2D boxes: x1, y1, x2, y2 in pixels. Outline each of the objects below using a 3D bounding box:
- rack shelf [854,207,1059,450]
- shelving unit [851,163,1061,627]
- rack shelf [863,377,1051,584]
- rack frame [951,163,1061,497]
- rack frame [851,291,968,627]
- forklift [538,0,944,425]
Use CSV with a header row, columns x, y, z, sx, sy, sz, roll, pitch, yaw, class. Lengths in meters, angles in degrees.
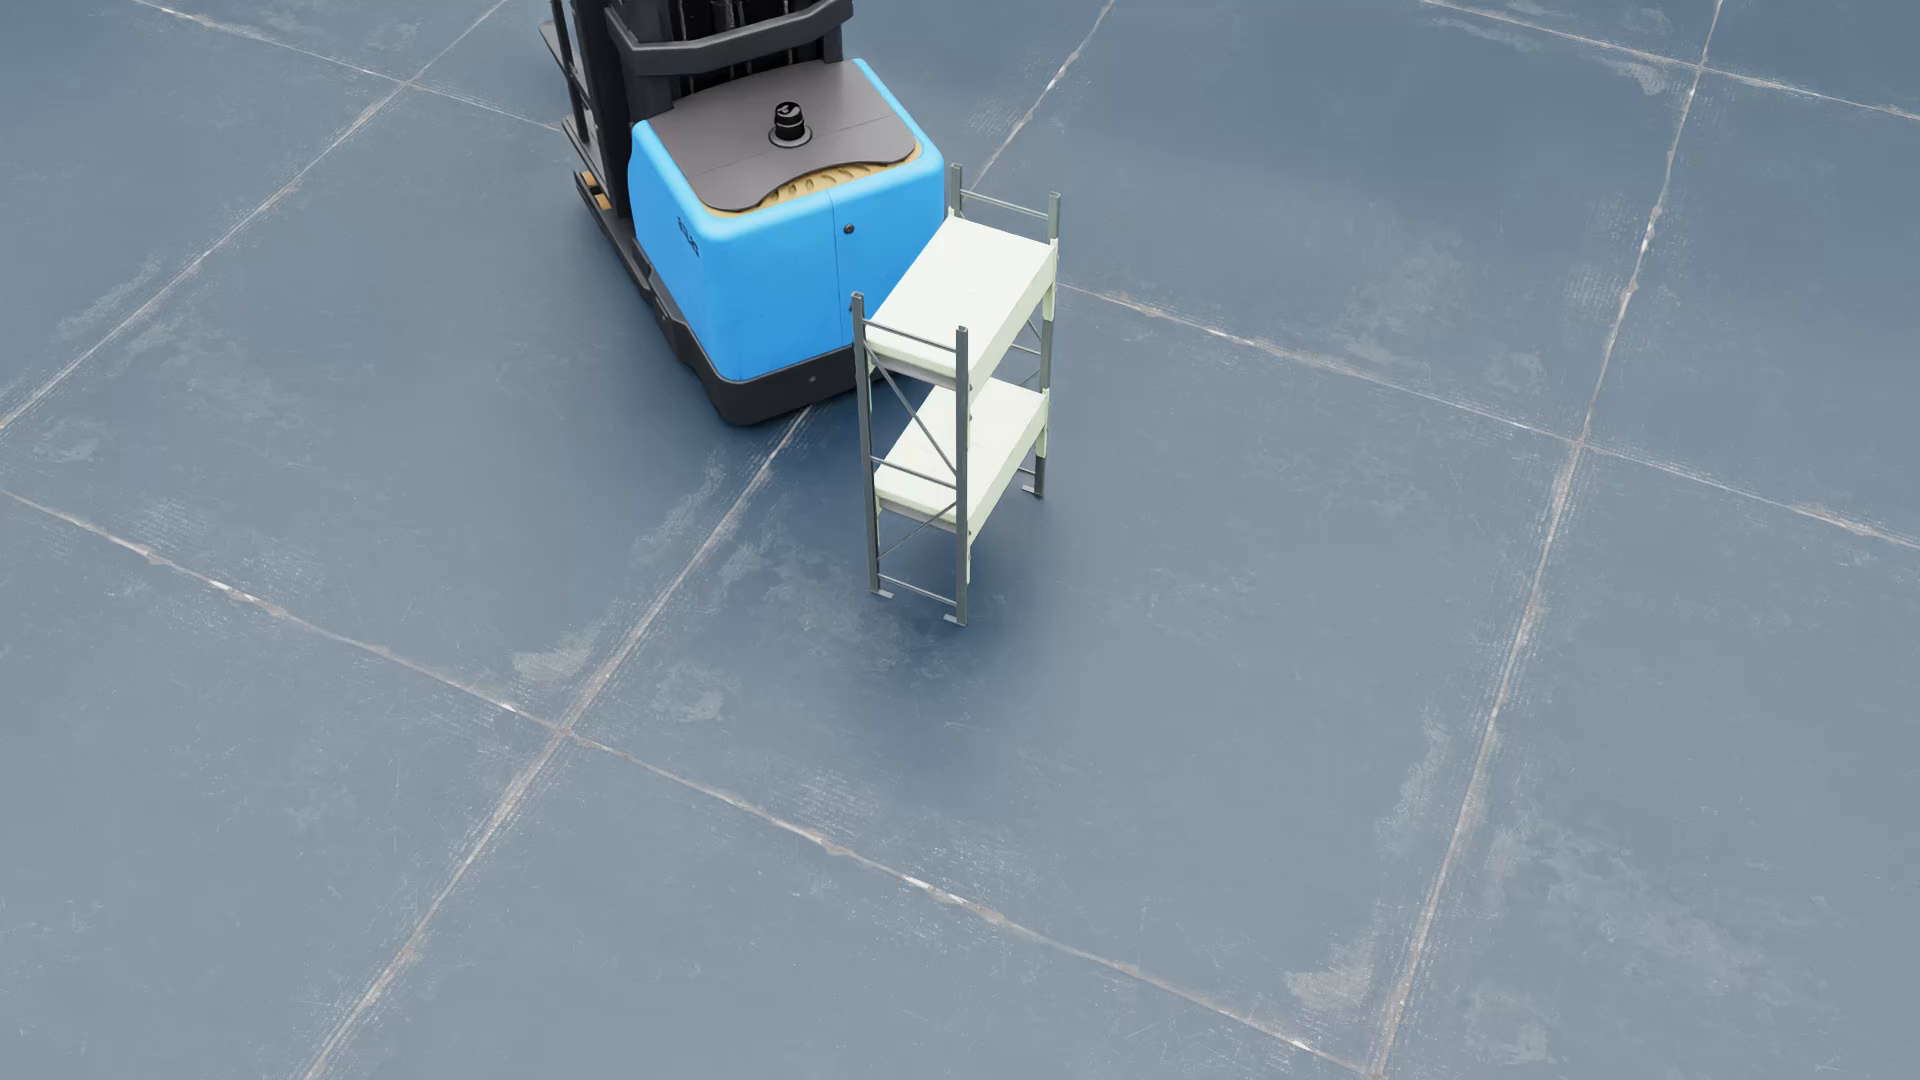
x,y,z,sx,sy,sz,roll,pitch,yaw,class
-0.003,-0.734,5.693,0.431,0.370,0.720,20,52,16,rack shelf
-0.003,-0.481,5.990,0.431,1.500,0.755,20,52,16,shelving unit
-0.003,-0.270,6.238,0.431,0.370,0.720,20,52,16,rack shelf
0.154,-0.733,6.204,0.400,1.500,0.023,20,52,16,rack frame
-0.159,-0.229,5.776,0.400,1.500,0.023,20,52,16,rack frame
-1.170,-2.558,6.817,1.130,2.935,3.031,-21,53,-17,forklift
